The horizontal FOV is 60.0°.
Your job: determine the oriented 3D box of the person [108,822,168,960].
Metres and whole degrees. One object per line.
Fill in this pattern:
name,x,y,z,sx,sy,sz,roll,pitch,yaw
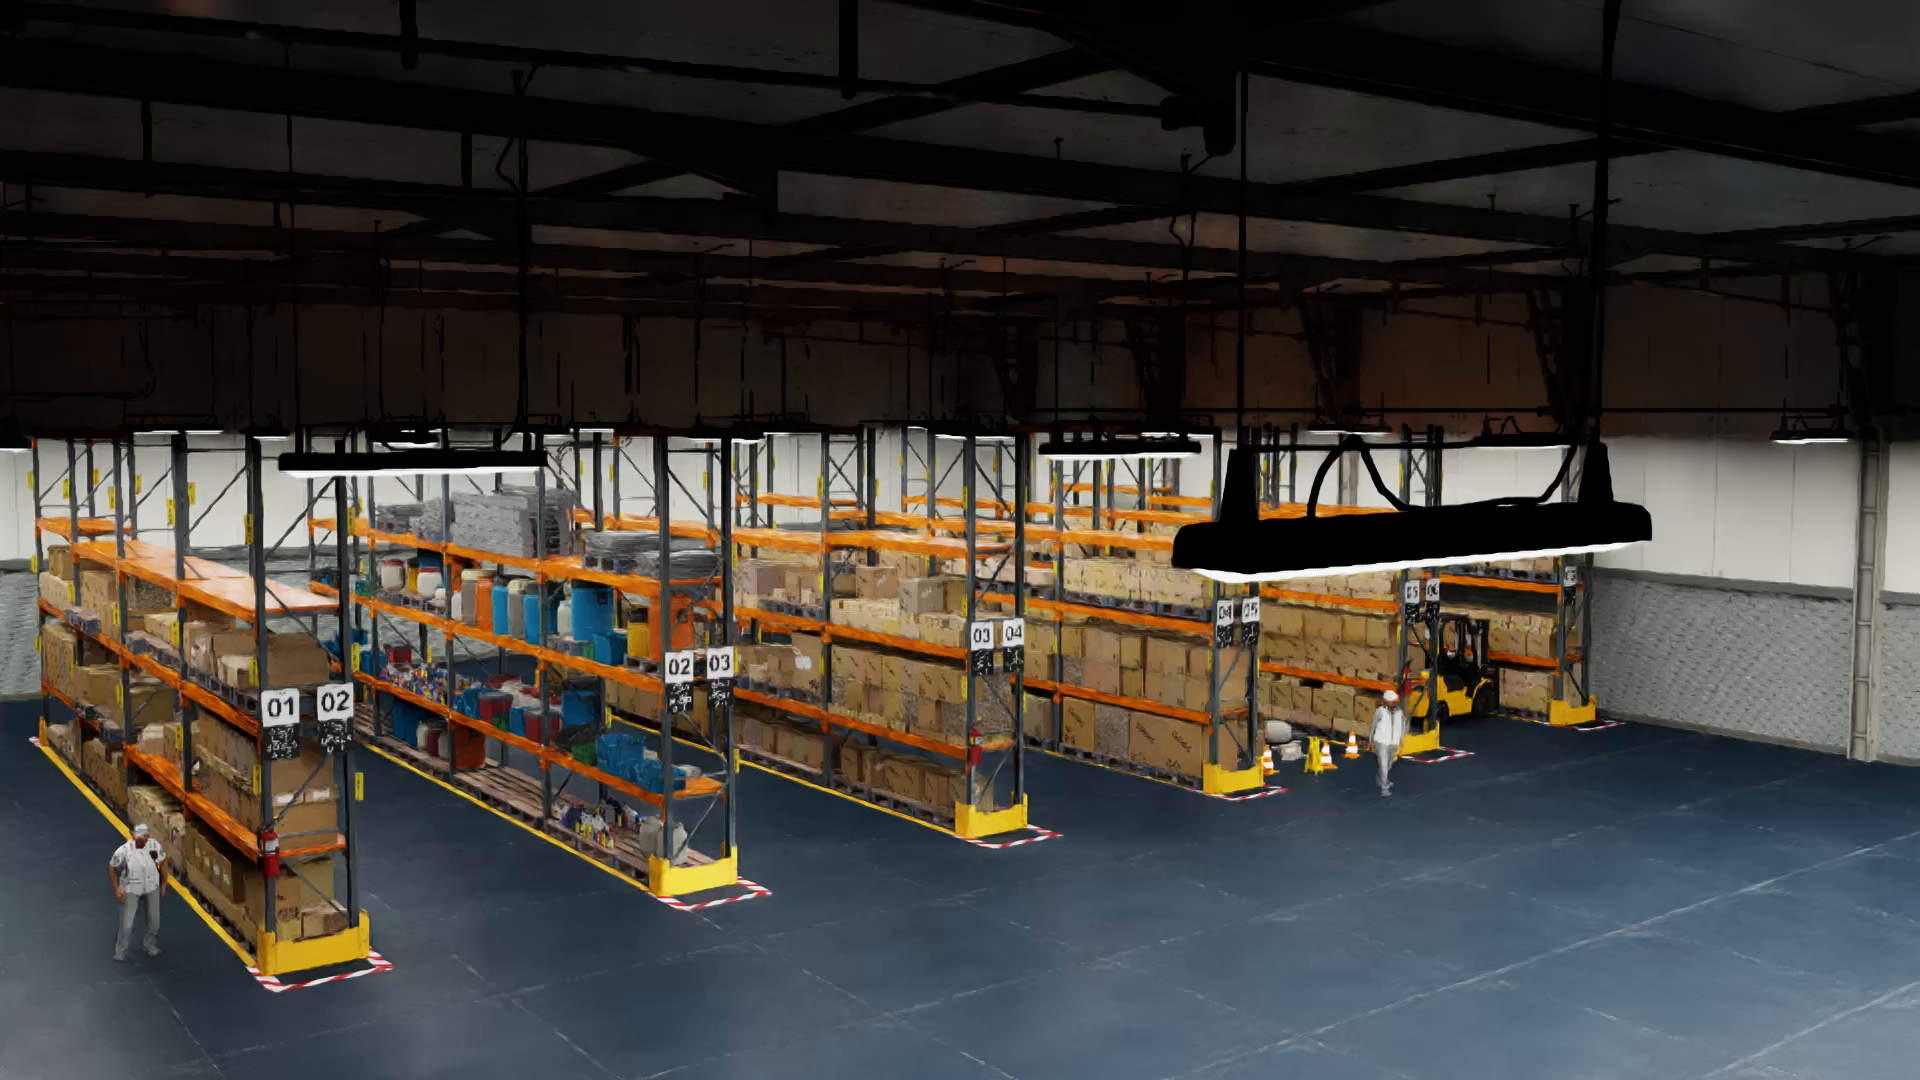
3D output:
person,-9.448,4.030,19.156,0.625,1.611,0.575,-4,6,-39

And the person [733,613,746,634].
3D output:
person,-5.664,2.150,41.882,0.670,1.773,0.449,2,5,20

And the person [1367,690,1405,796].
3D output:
person,7.070,3.319,27.445,0.579,1.732,0.953,-1,5,-13
